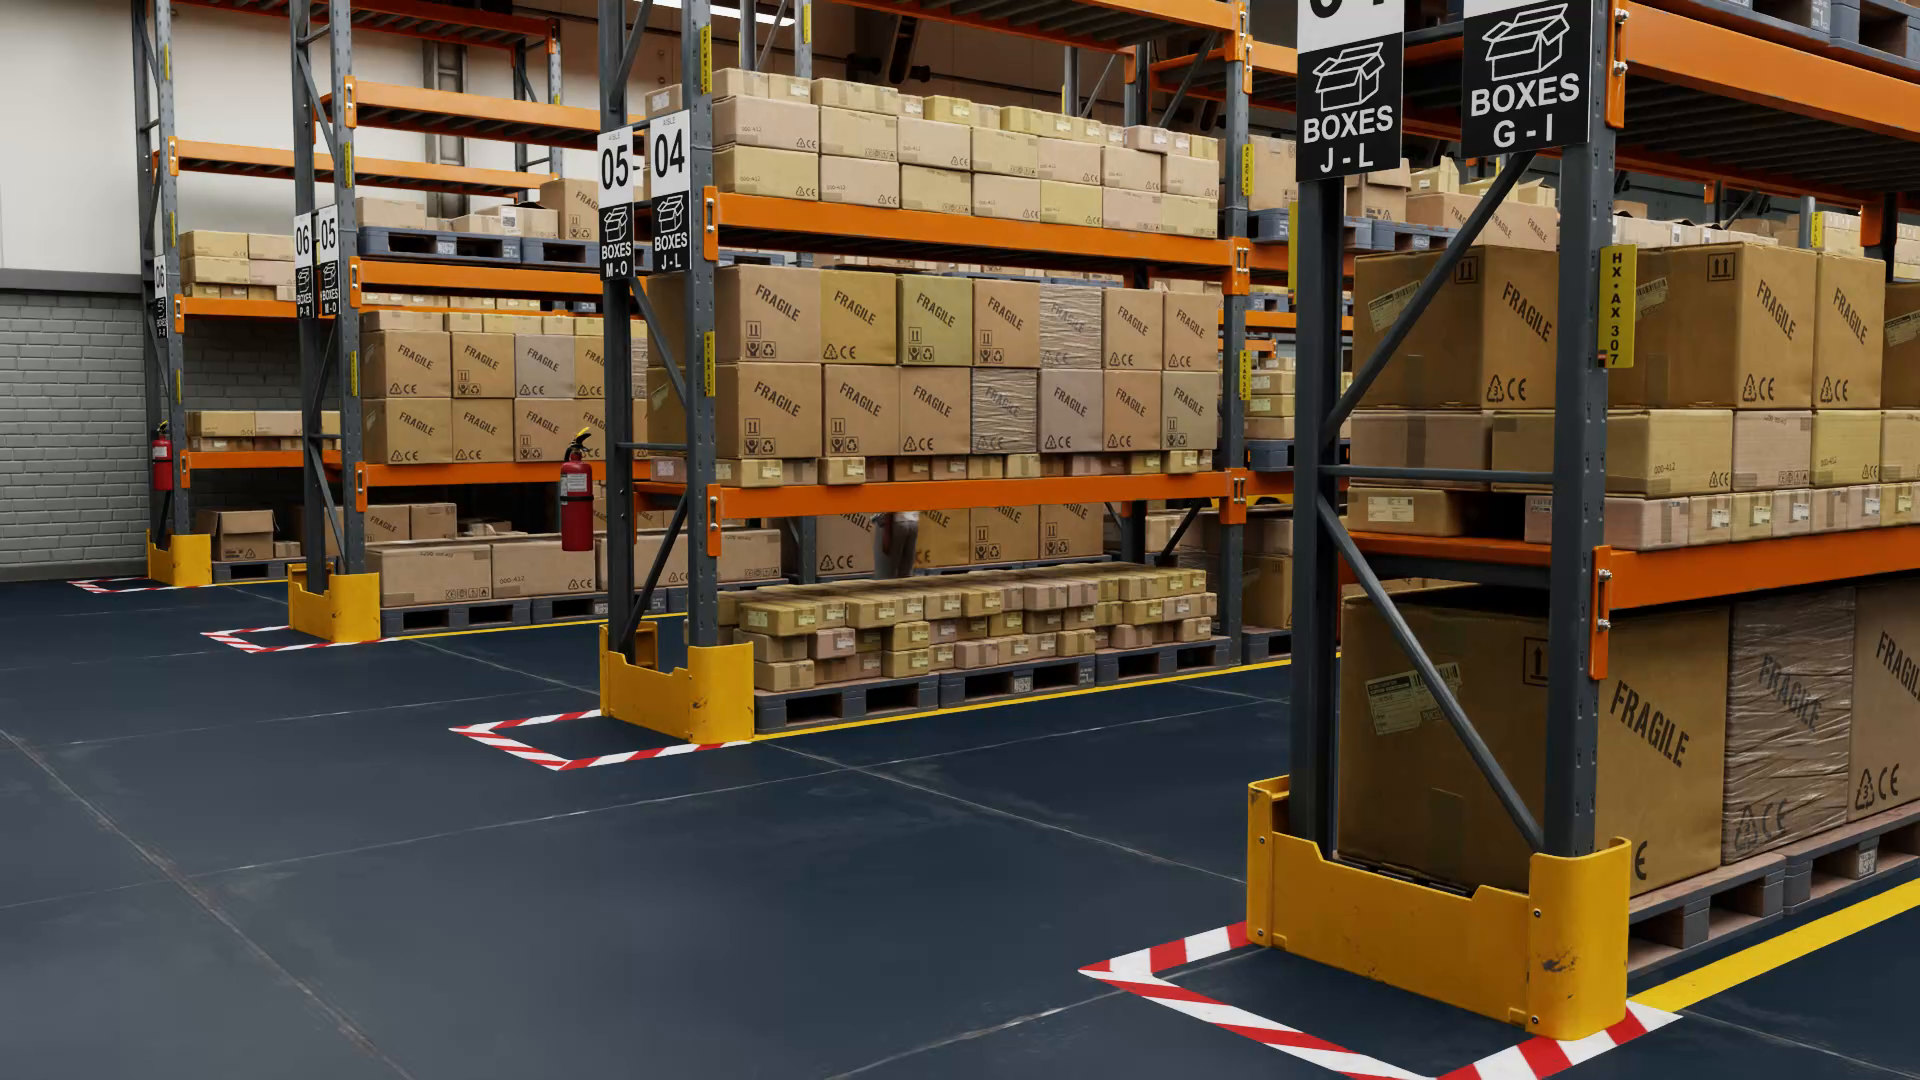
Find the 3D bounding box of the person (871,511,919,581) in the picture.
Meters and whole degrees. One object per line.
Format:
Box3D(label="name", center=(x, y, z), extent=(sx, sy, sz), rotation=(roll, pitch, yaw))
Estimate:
Box3D(label="person", center=(-0.431, -0.082, 12.144), extent=(0.580, 1.680, 0.485), rotation=(2, 5, 24))
